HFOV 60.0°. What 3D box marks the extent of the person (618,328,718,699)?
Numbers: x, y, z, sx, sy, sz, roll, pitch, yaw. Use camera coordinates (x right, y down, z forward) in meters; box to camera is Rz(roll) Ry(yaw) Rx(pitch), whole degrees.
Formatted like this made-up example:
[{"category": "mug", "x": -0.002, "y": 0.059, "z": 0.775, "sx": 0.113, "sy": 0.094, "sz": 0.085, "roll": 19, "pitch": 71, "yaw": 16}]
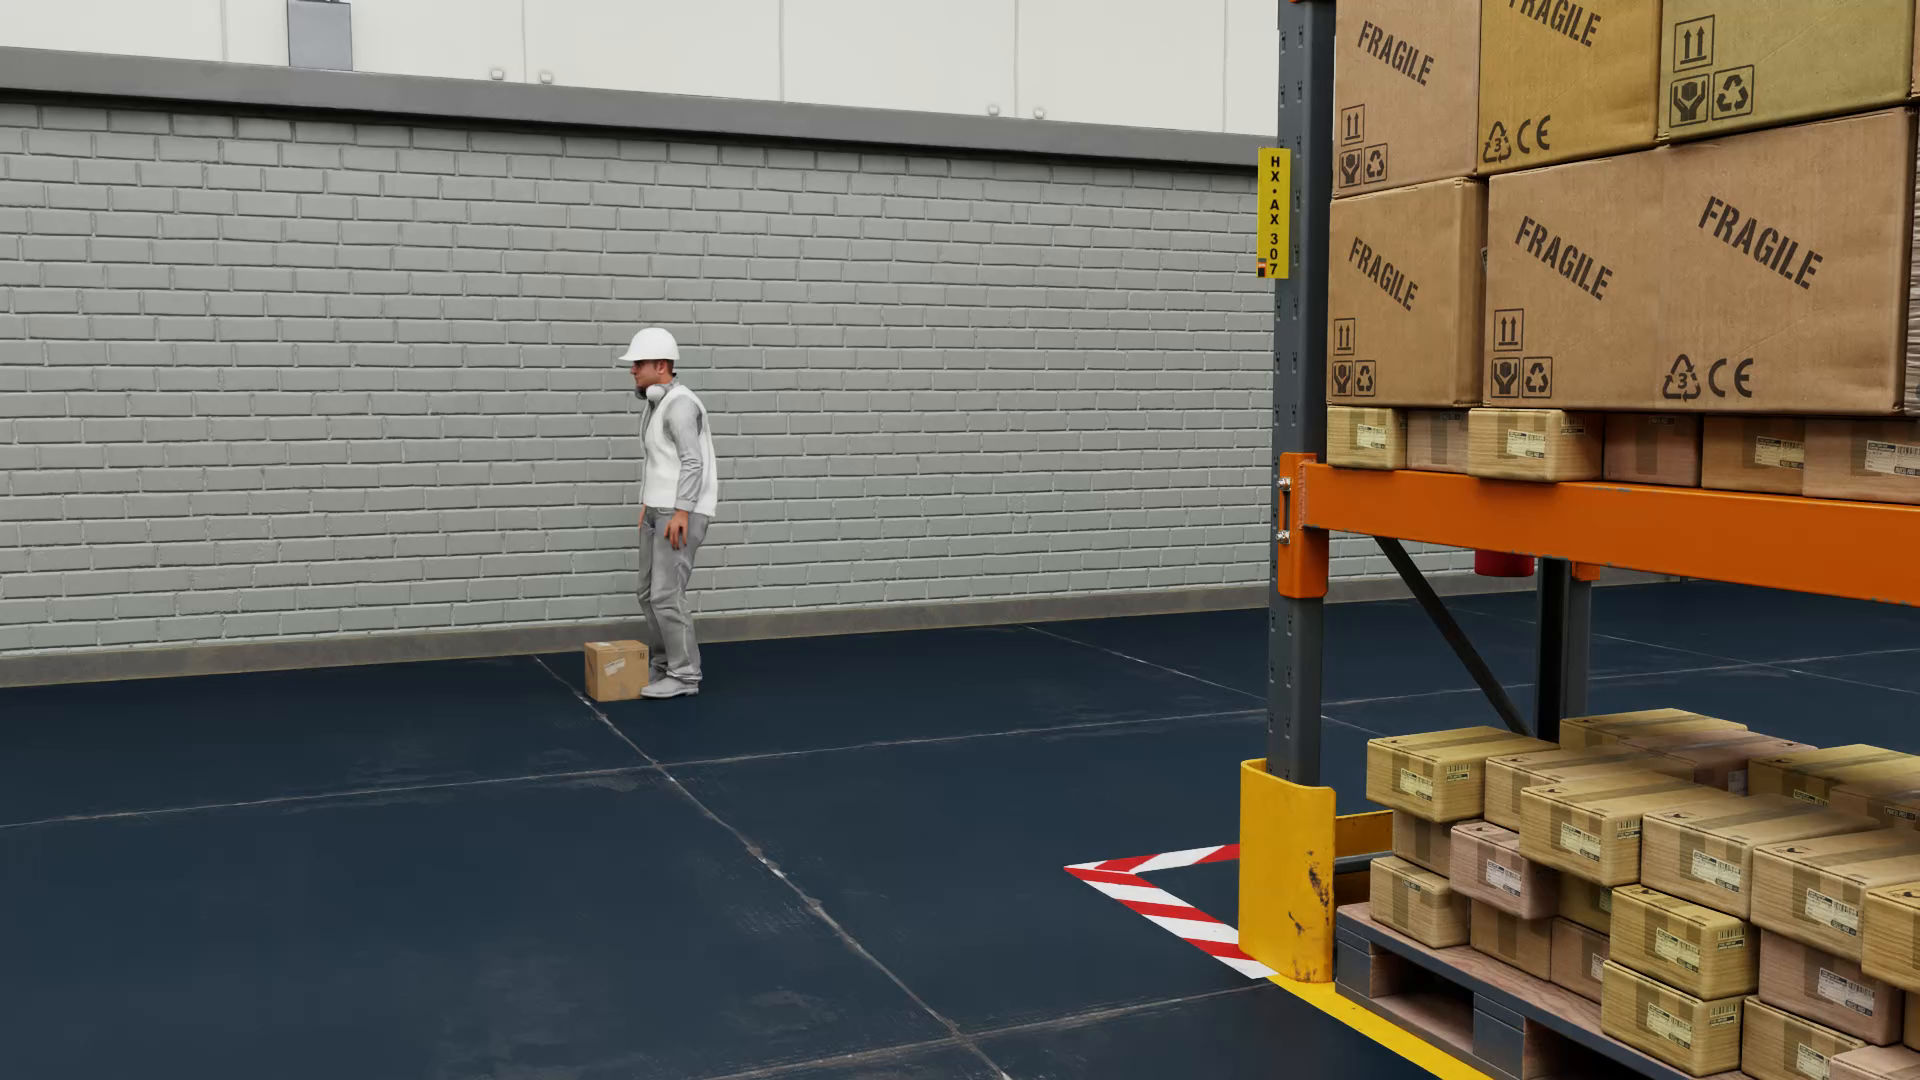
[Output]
[{"category": "person", "x": -1.420, "y": -0.136, "z": 8.076, "sx": 0.466, "sy": 1.770, "sz": 0.578, "roll": -3, "pitch": 6, "yaw": -26}]
